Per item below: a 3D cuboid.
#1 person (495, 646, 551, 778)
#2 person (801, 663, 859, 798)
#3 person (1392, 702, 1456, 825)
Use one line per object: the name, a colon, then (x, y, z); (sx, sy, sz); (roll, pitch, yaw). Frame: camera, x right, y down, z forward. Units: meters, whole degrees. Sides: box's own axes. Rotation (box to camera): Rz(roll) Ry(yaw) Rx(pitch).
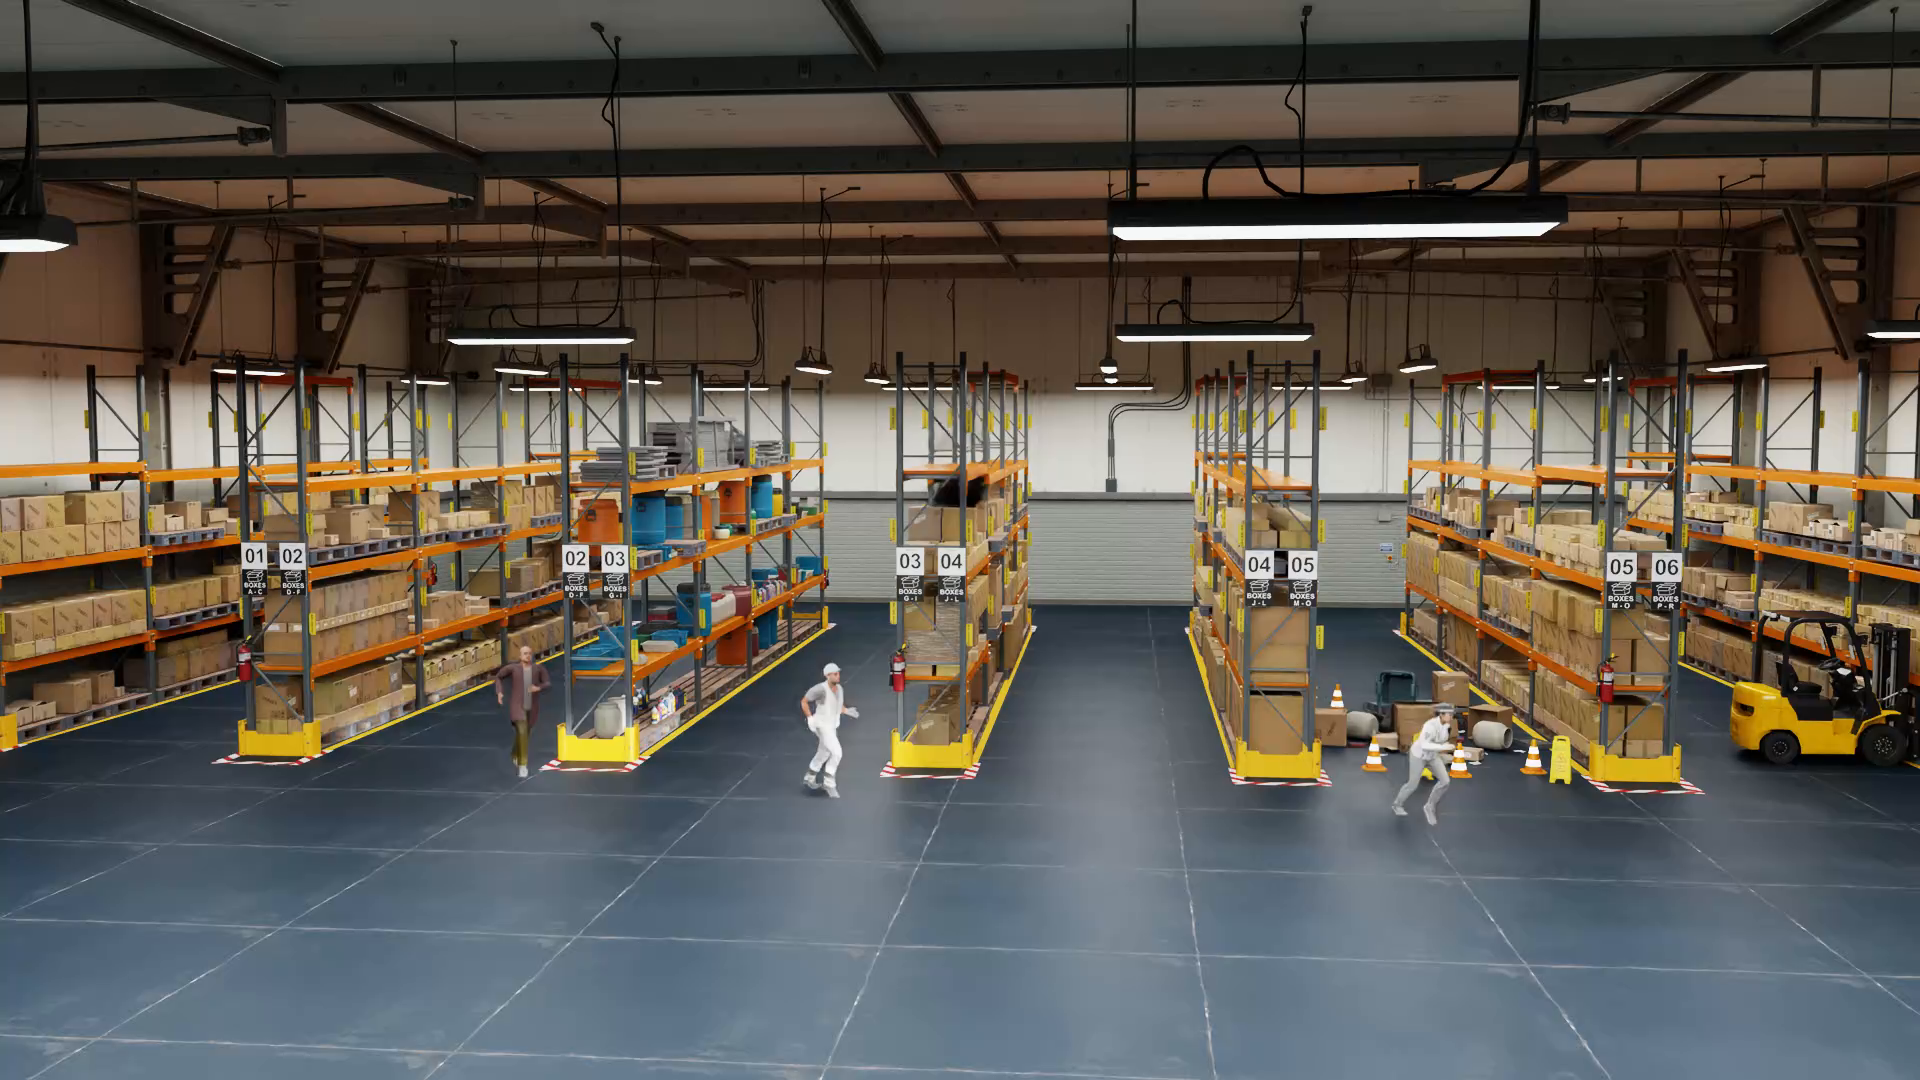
person: (-6.210, 2.441, 23.758); (0.732, 1.851, 0.794); (-3, 5, -38)
person: (-1.778, 2.552, 22.294); (0.864, 1.824, 0.586); (2, 5, 29)
person: (5.827, 2.767, 20.768); (0.650, 1.577, 0.940); (-3, 5, -37)
